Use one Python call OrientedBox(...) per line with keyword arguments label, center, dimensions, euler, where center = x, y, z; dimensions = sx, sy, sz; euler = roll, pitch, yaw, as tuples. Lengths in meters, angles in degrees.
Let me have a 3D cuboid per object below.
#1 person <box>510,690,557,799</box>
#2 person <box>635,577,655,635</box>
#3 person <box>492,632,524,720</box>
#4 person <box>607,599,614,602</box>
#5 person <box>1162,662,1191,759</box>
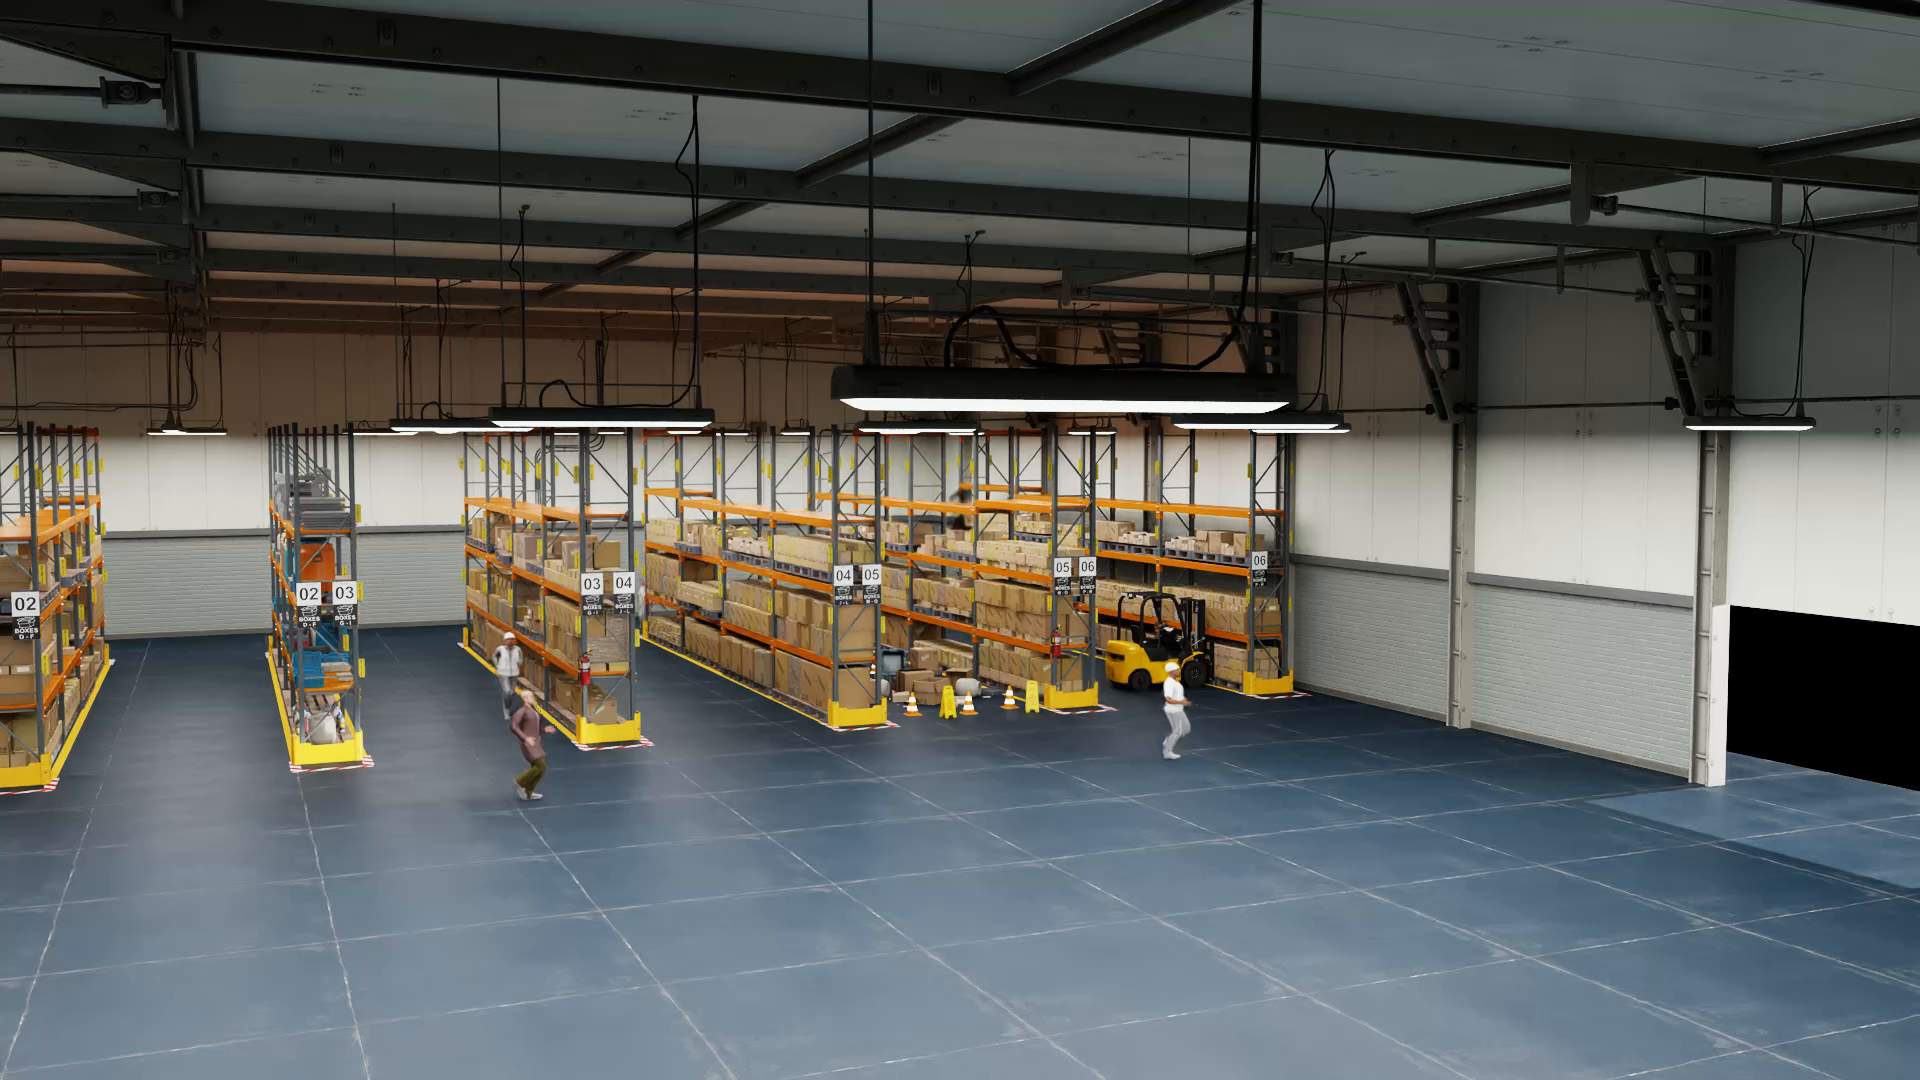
OrientedBox(label="person", center=(-6.739, 3.240, 26.280), dimensions=(0.645, 1.731, 0.687), euler=(0, 3, 3))
OrientedBox(label="person", center=(-9.200, 1.936, 48.827), dimensions=(0.762, 1.675, 0.630), euler=(-2, 4, -35))
OrientedBox(label="person", center=(-9.224, 2.775, 34.034), dimensions=(0.574, 1.811, 0.847), euler=(-2, 4, -34))
OrientedBox(label="person", center=(-10.049, 2.013, 47.805), dimensions=(0.617, 1.581, 0.576), euler=(1, 4, 14))
OrientedBox(label="person", center=(3.876, 3.038, 29.651), dimensions=(0.582, 1.721, 0.688), euler=(1, 4, 19))
